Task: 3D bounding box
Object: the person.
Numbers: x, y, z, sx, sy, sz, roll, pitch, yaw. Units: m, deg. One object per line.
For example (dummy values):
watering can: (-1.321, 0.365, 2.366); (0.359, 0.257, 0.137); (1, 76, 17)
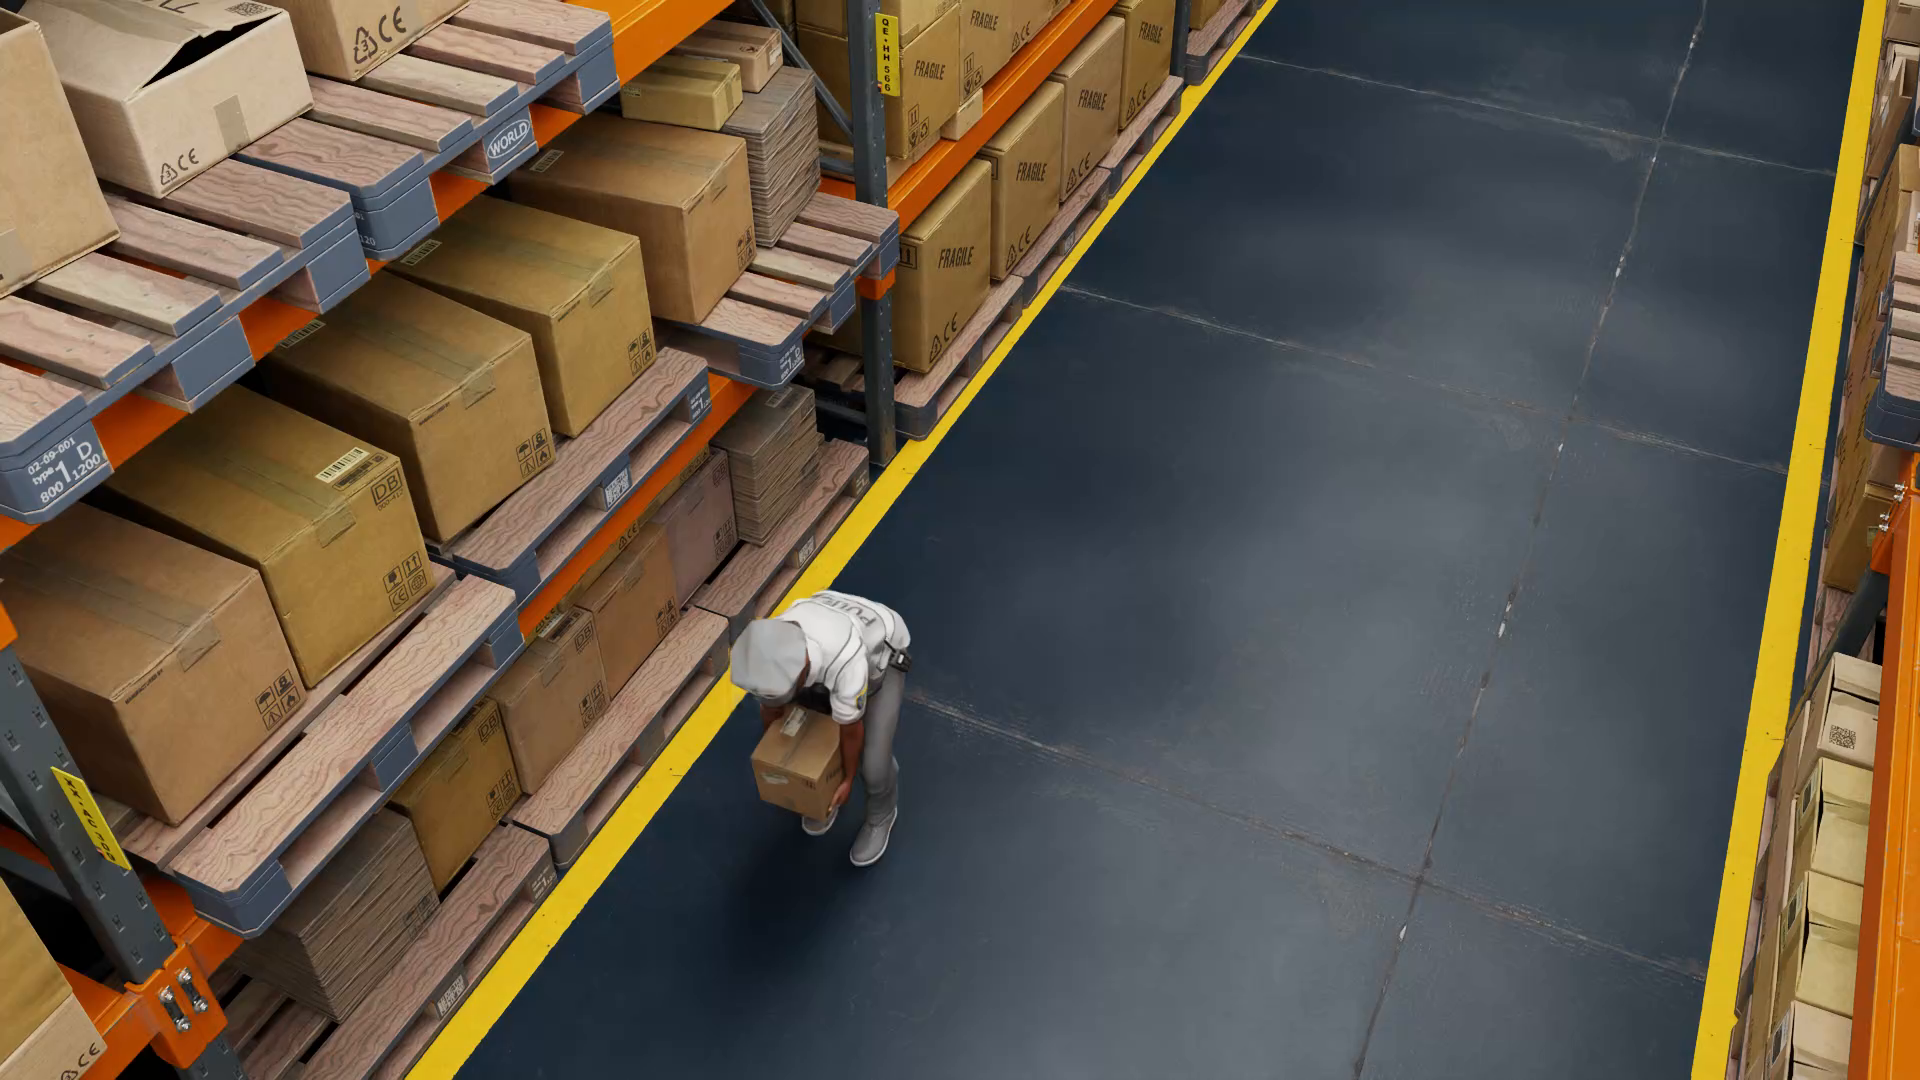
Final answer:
person: (-0.462, 0.643, 5.647); (0.412, 1.411, 0.831); (17, 45, 17)
